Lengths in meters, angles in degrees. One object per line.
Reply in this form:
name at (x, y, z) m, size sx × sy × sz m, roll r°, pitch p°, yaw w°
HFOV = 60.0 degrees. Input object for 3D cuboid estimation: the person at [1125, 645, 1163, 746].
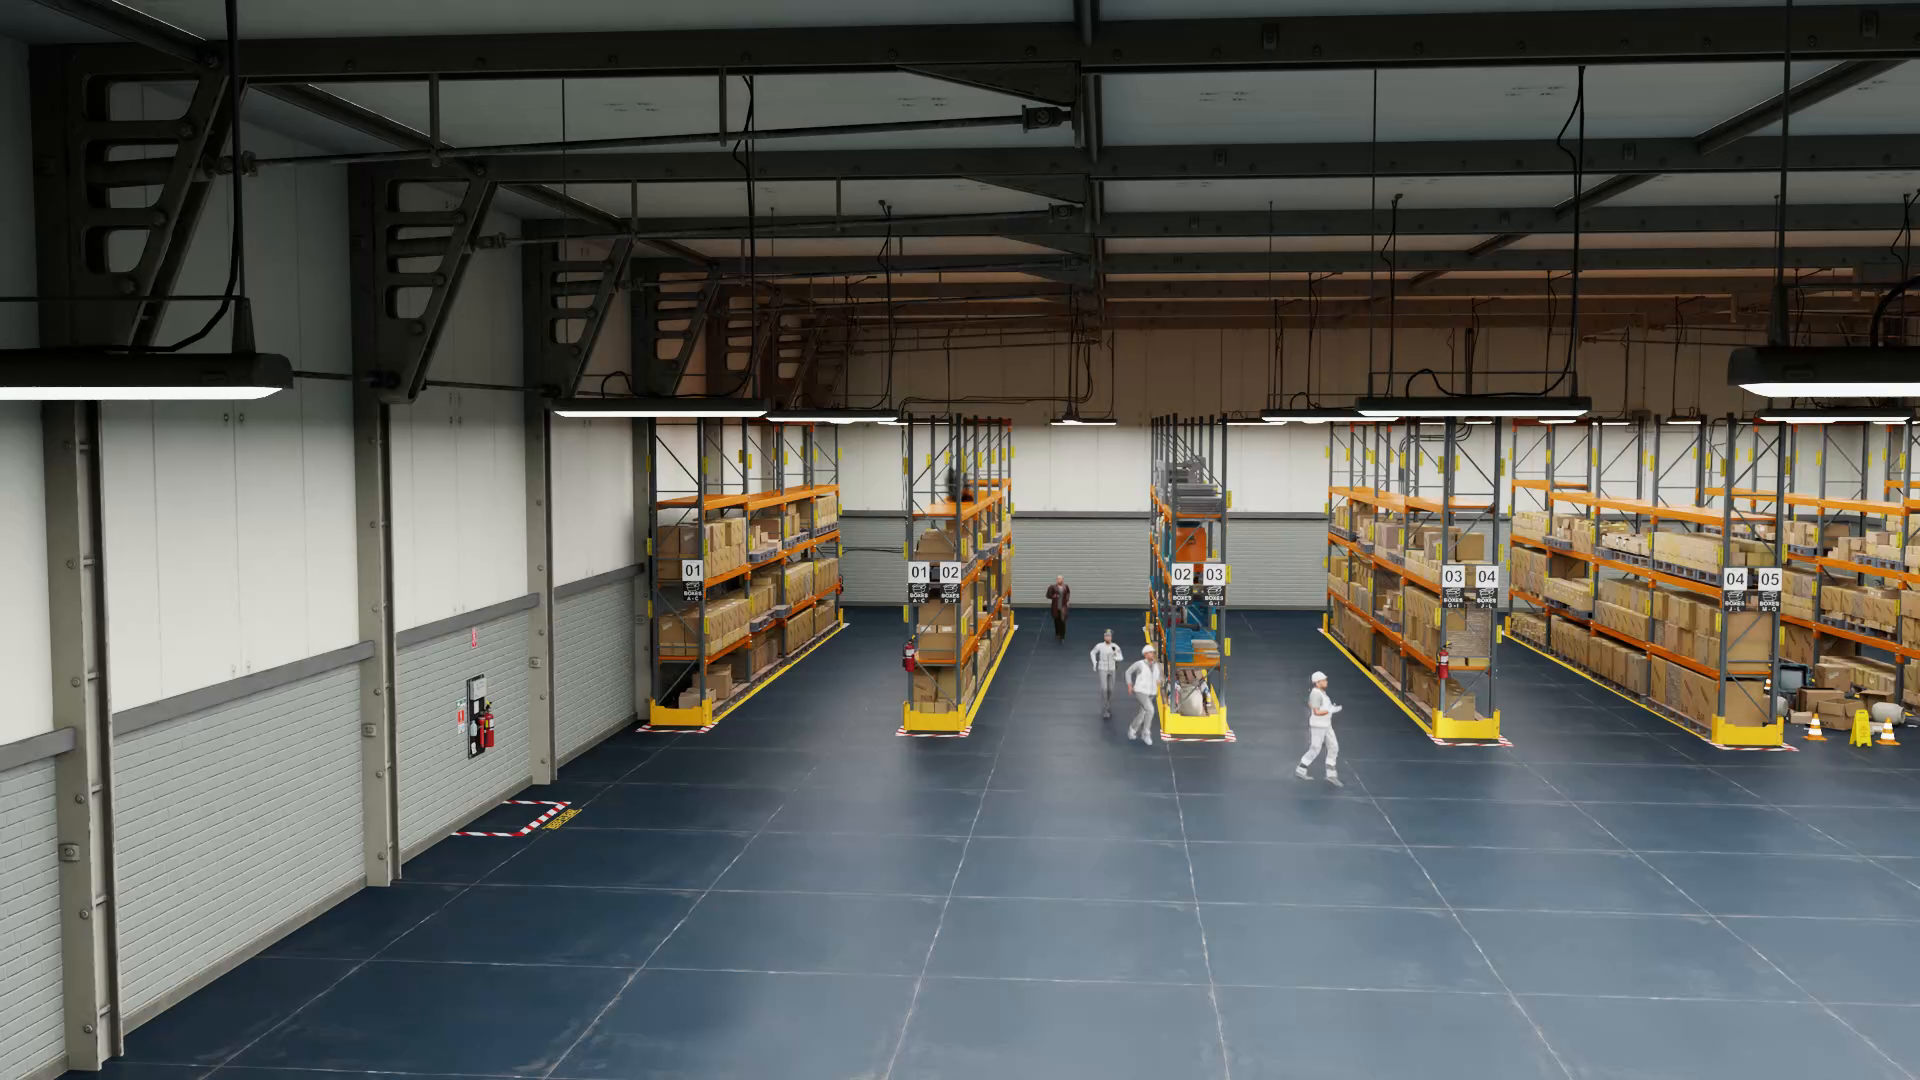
person at (3.418, 2.800, 30.317) m, size 0.644 × 1.758 × 0.756 m, roll -3°, pitch 5°, yaw -34°

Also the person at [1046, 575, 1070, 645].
person at (2.622, 1.850, 44.450) m, size 0.674 × 1.840 × 0.908 m, roll 0°, pitch 4°, yaw -2°

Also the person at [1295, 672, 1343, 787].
person at (5.755, 3.024, 26.619) m, size 0.758 × 1.837 × 0.637 m, roll 2°, pitch 4°, yaw 29°

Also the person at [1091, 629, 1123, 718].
person at (2.940, 2.630, 33.173) m, size 0.593 × 1.727 × 0.854 m, roll 0°, pitch 4°, yaw -7°
